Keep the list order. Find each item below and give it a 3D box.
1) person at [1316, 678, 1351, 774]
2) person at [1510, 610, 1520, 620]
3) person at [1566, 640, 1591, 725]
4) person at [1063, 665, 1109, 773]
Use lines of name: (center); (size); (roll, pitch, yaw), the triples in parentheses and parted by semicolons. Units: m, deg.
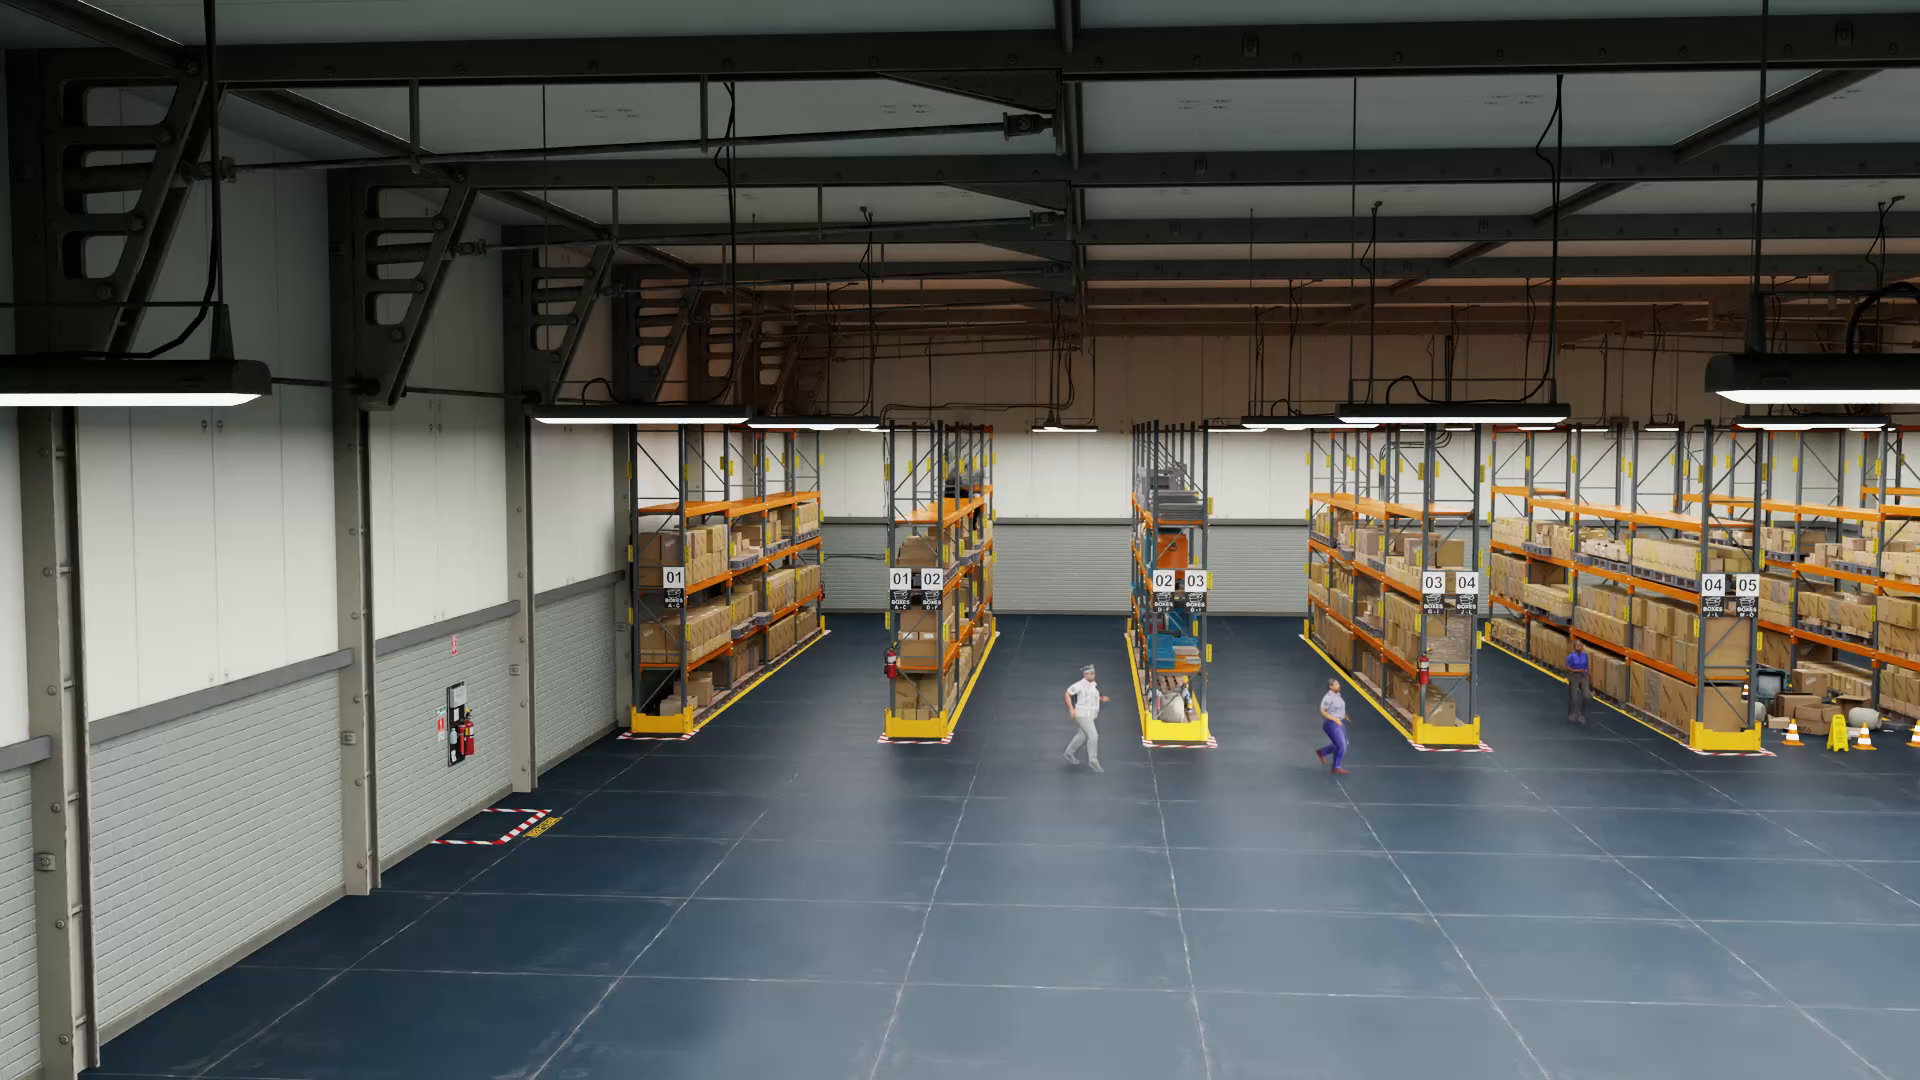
person: (6.305, 3.140, 28.170); (0.609, 1.596, 0.609); (2, 4, 33)
person: (15.772, 1.903, 47.160); (0.554, 1.650, 0.602); (0, 4, 0)
person: (12.259, 2.817, 32.918); (0.544, 1.664, 0.688); (0, 4, -1)
person: (2.143, 3.034, 28.436); (0.892, 1.837, 0.634); (2, 4, 30)
